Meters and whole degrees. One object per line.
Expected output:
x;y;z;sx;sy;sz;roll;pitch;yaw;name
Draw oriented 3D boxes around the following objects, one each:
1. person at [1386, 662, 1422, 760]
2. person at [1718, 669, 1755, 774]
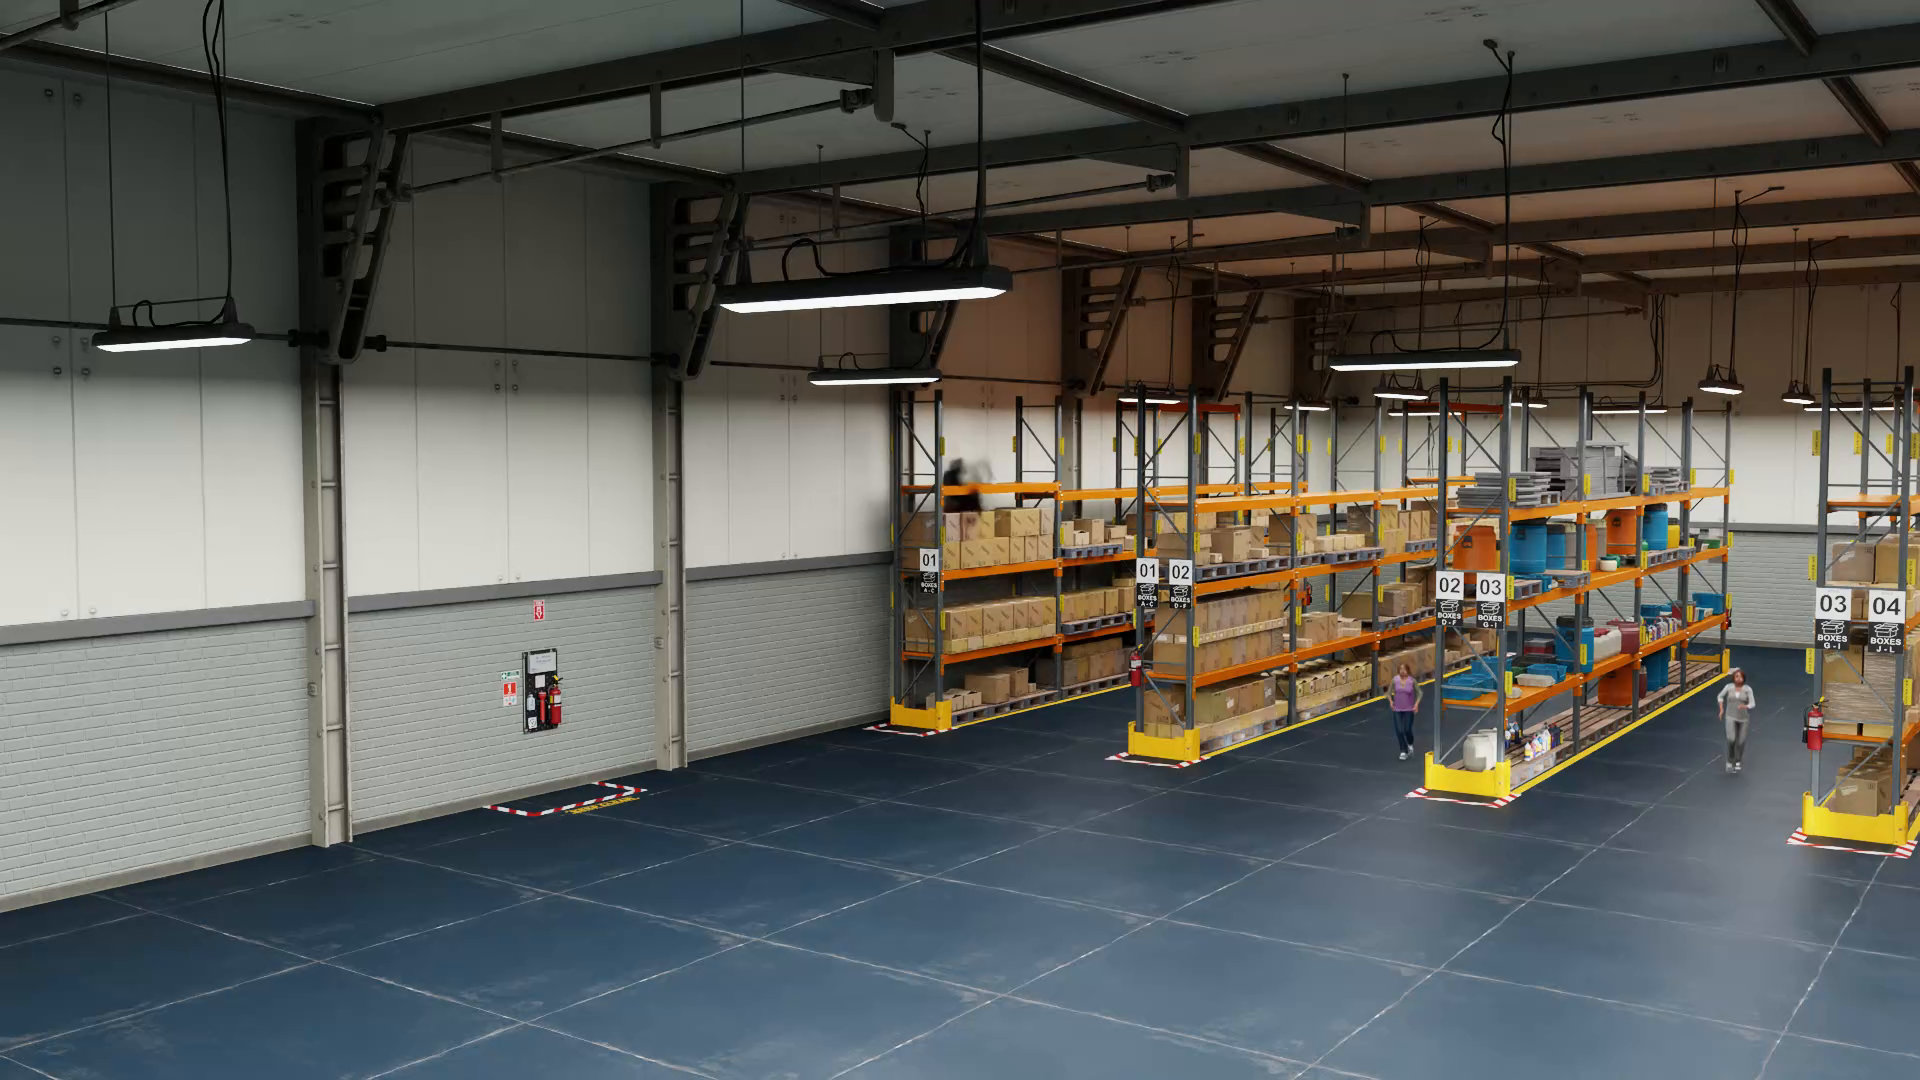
7.060;2.727;26.510;0.553;1.563;0.533;2;4;25;person
11.847;2.772;25.379;0.505;1.597;0.667;1;3;20;person
